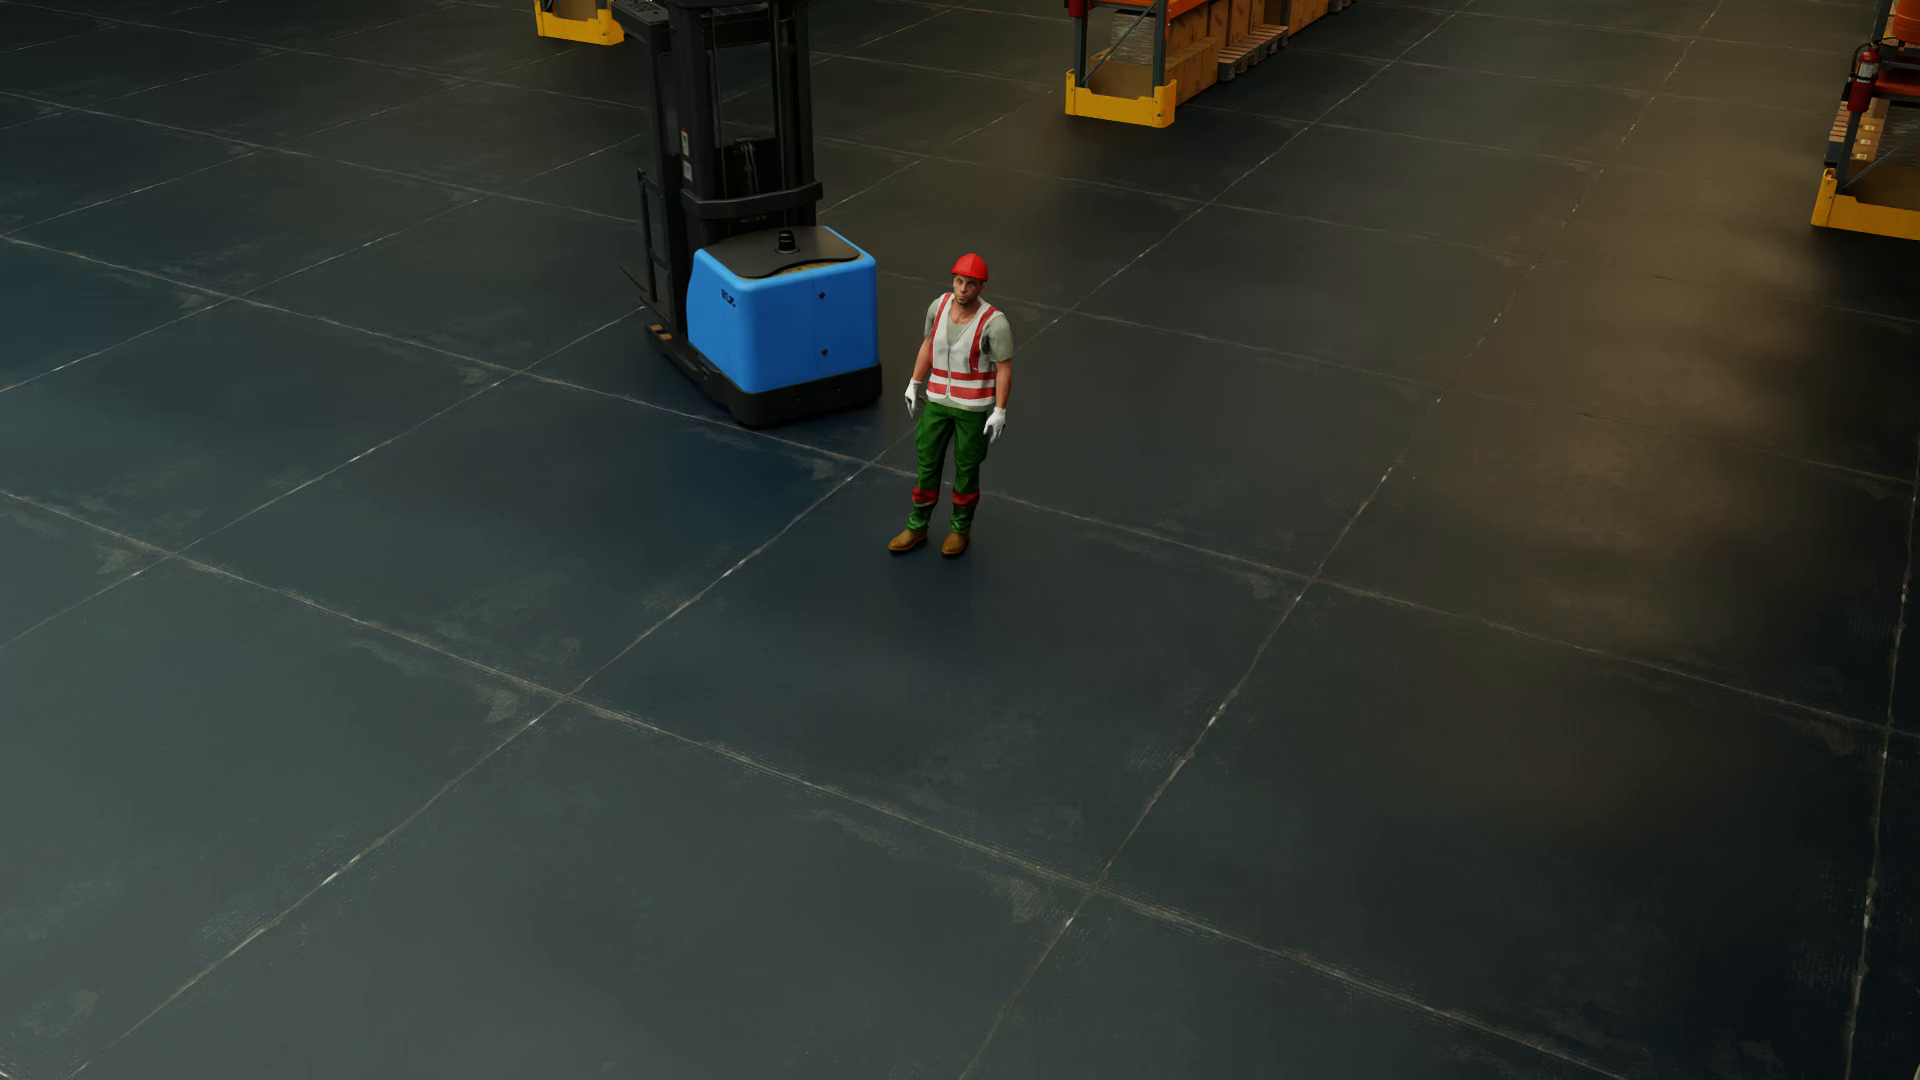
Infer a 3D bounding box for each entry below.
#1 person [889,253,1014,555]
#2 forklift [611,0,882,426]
[{"bbox_3d":[-0.048,-0.748,9.495,0.638,1.789,0.562,15,33,25],"label":"person"},{"bbox_3d":[-1.714,-2.743,11.823,1.130,2.935,3.031,-16,34,-26],"label":"forklift"}]
